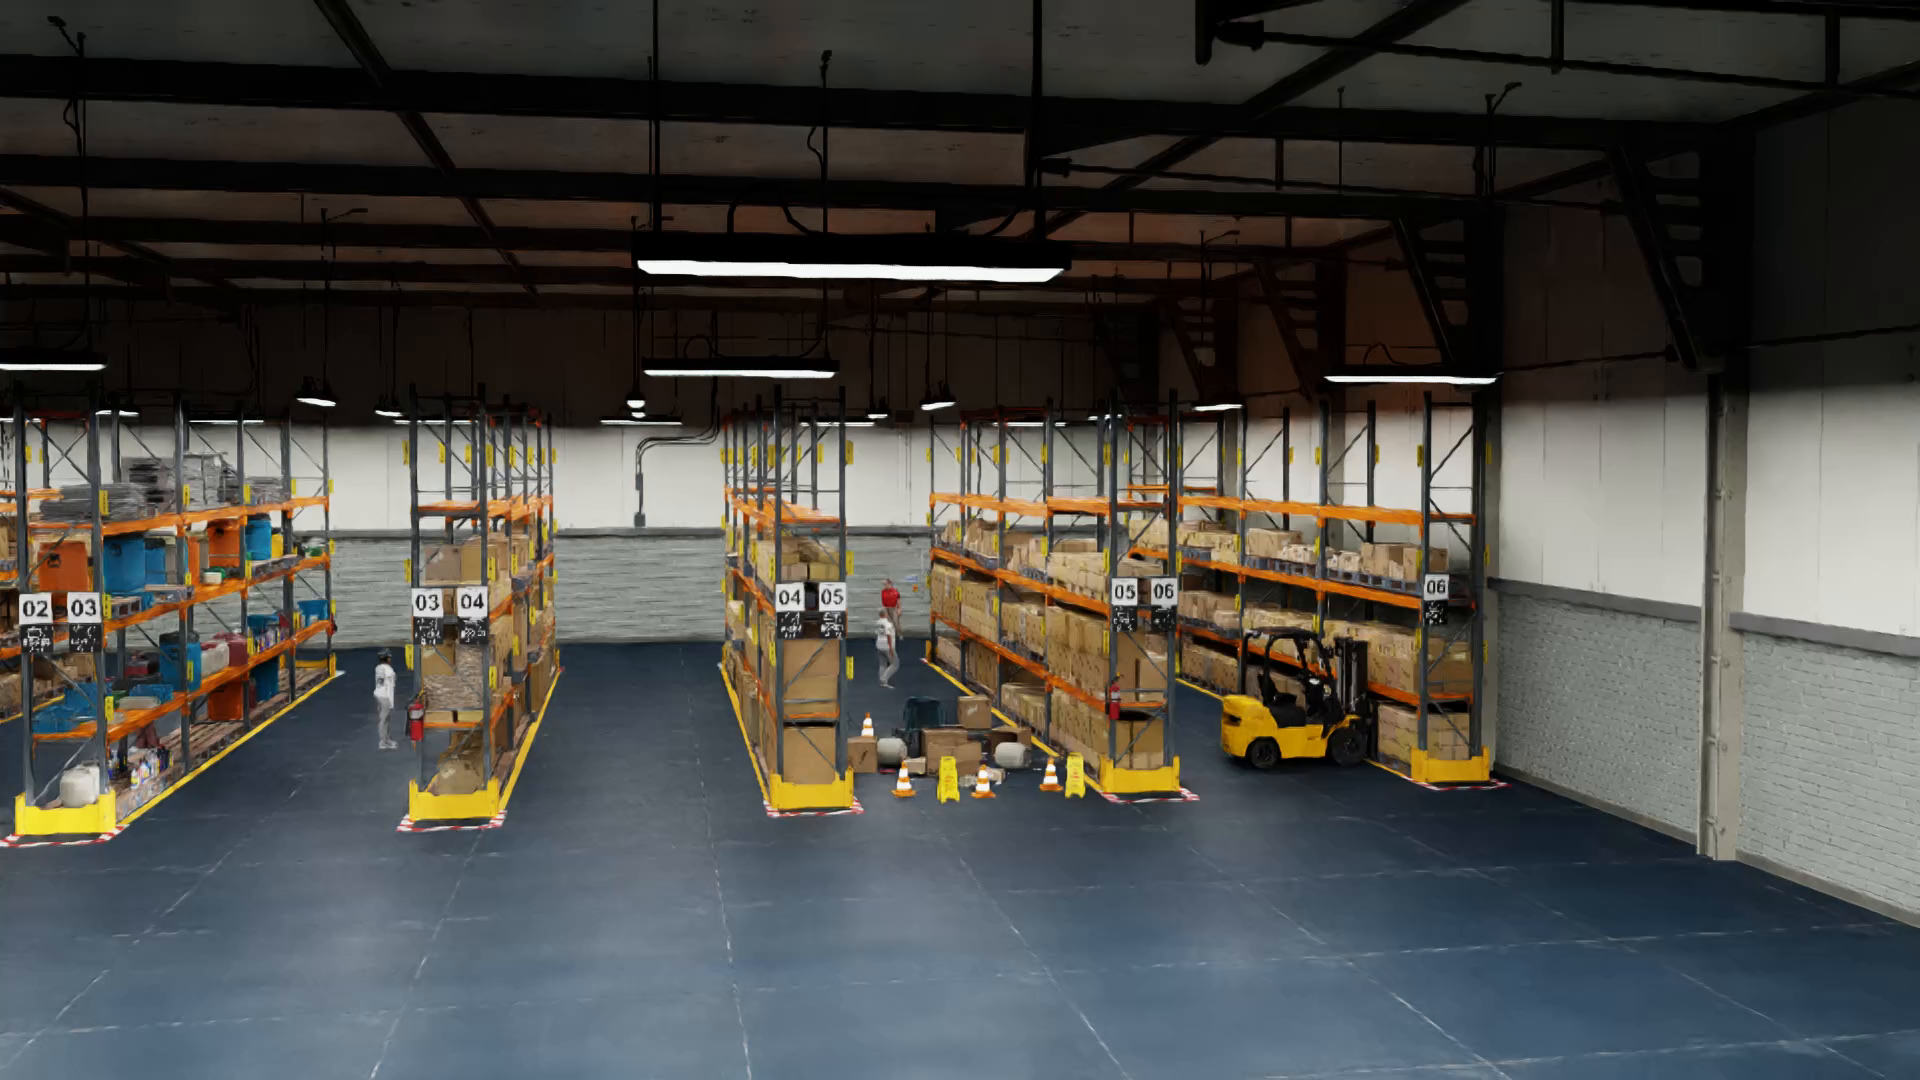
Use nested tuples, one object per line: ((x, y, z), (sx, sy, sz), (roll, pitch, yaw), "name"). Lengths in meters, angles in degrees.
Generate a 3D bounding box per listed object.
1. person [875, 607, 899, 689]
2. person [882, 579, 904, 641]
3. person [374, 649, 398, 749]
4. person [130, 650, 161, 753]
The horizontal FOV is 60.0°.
((-1.601, 2.321, 35.574), (0.468, 1.755, 0.586), (-2, 4, -37), "person")
((-1.799, 1.895, 44.525), (0.598, 1.716, 0.565), (1, 3, 26), "person")
((-9.794, 2.712, 28.436), (0.408, 1.680, 0.538), (-3, 4, -42), "person")
((-13.198, 2.606, 26.880), (0.483, 1.668, 0.529), (-1, 3, -19), "person")
